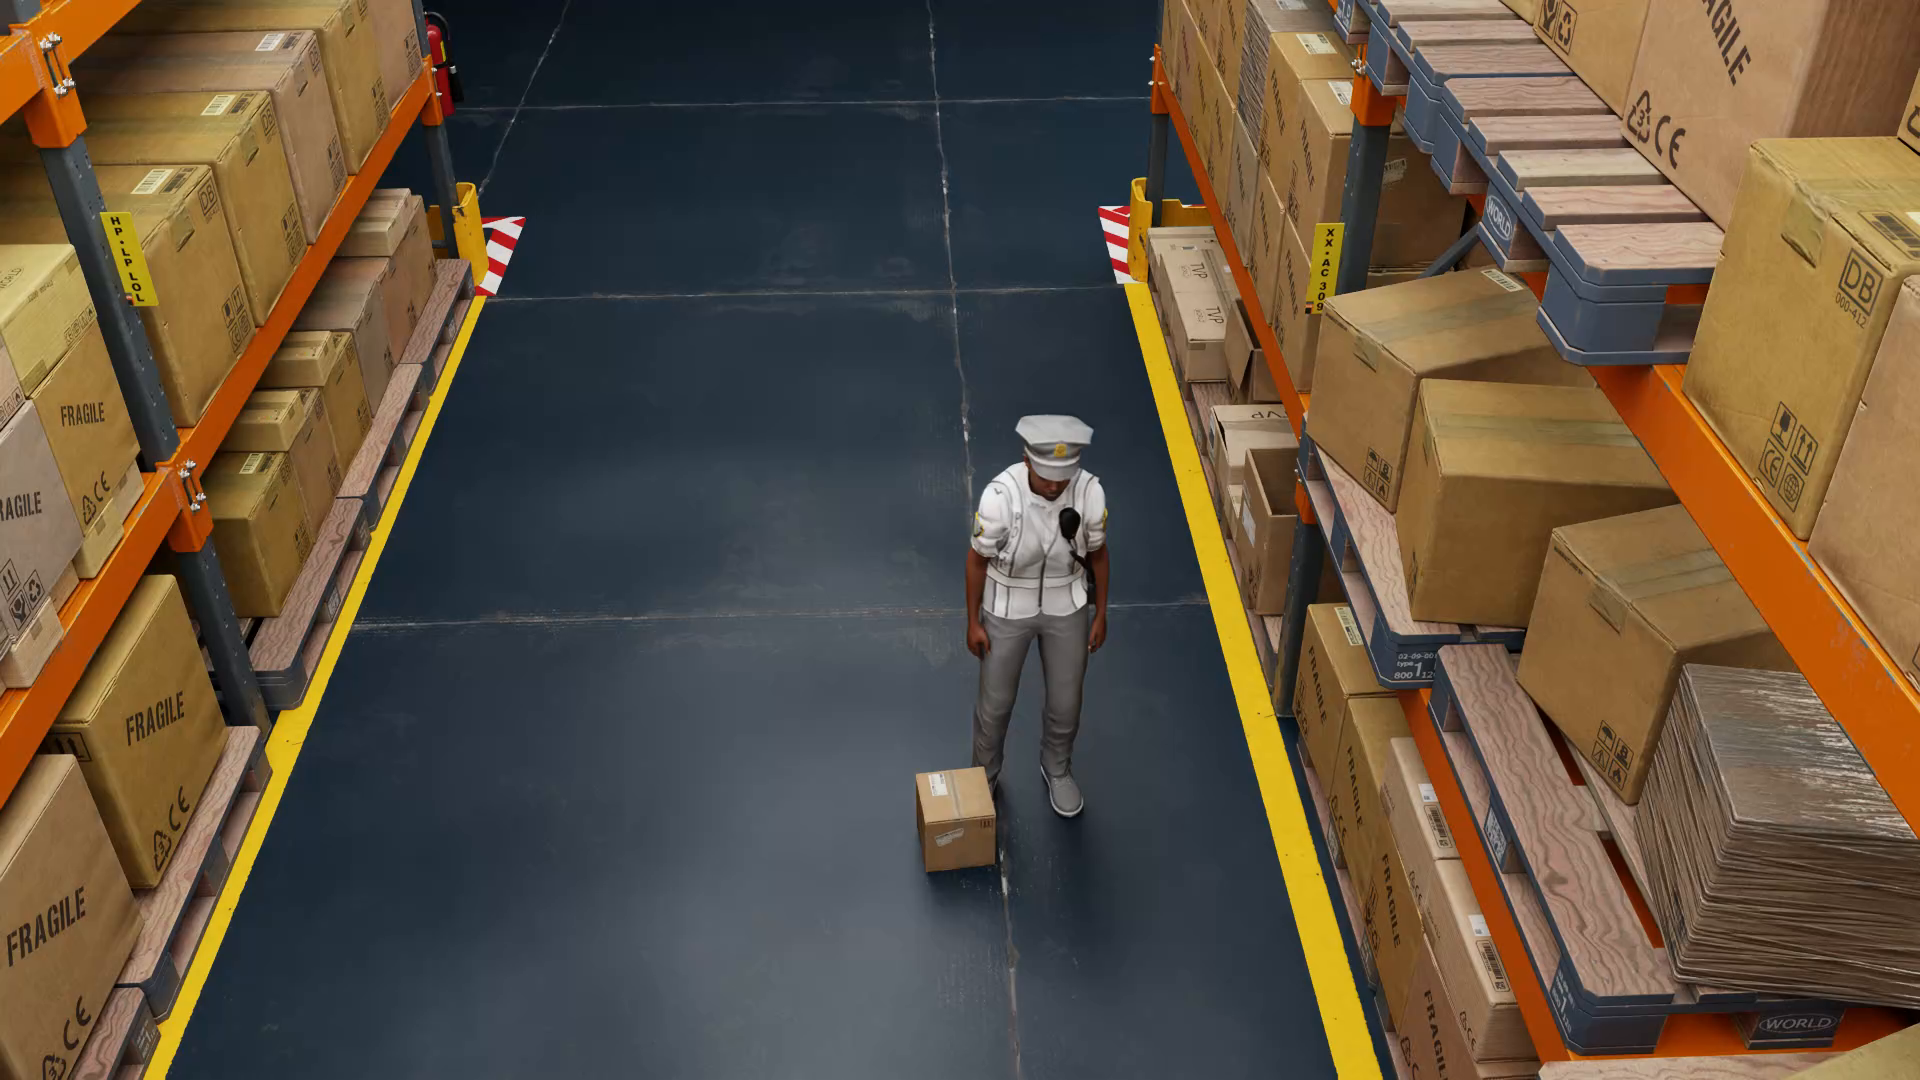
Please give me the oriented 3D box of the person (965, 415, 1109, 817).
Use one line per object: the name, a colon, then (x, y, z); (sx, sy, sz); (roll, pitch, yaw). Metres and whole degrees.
person: (0.259, 0.270, 5.768); (0.518, 1.657, 0.400); (-3, 36, -4)
